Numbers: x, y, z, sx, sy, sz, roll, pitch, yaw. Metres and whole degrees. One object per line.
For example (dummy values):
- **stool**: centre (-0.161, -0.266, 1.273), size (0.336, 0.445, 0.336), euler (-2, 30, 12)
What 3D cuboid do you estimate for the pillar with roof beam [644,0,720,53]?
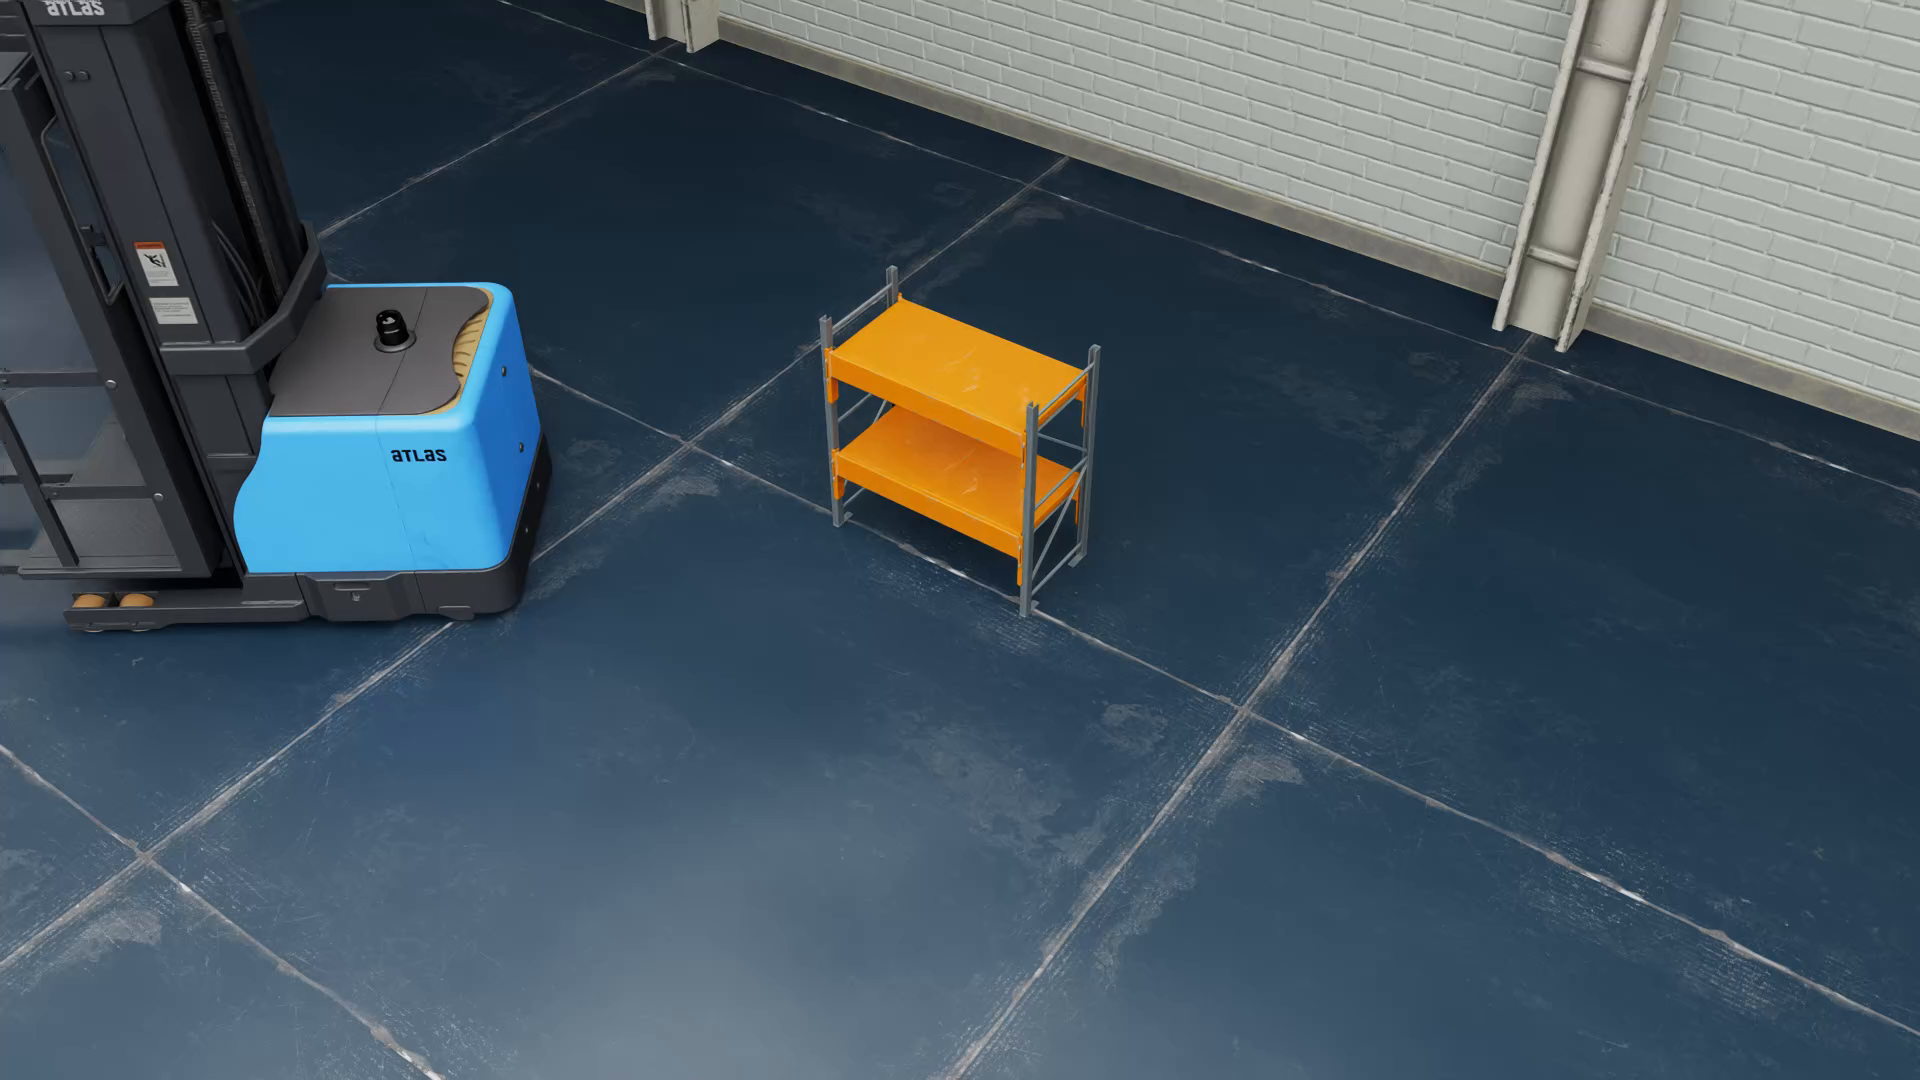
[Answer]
- **pillar with roof beam**: centre (-4.340, -4.424, 5.694), size (0.400, 9.000, 9.100), euler (25, 48, 25)

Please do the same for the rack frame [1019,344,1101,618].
- **rack frame**: centre (0.411, -0.227, 6.909), size (0.032, 1.125, 0.500), euler (25, 48, 25)

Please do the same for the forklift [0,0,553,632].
- **forklift**: centre (-3.405, -1.059, 6.483), size (3.031, 2.935, 1.130), euler (-1, 42, -1)

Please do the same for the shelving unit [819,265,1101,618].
- **shelving unit**: centre (-0.006, -0.422, 7.126), size (1.048, 1.125, 0.538), euler (25, 48, 25)

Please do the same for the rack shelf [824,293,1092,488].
- **rack shelf**: centre (-0.006, -0.640, 6.931), size (1.000, 0.278, 0.538), euler (25, 48, 25)

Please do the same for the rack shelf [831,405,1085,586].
- **rack shelf**: centre (-0.006, -0.240, 7.289), size (1.000, 0.278, 0.538), euler (25, 48, 25)

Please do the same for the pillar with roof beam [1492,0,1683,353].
- **pillar with roof beam**: centre (0.573, -2.127, 3.127), size (0.400, 9.000, 9.100), euler (25, 48, 25)

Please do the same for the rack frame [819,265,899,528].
- **rack frame**: centre (-0.422, -0.616, 7.344), size (0.032, 1.125, 0.500), euler (25, 48, 25)
